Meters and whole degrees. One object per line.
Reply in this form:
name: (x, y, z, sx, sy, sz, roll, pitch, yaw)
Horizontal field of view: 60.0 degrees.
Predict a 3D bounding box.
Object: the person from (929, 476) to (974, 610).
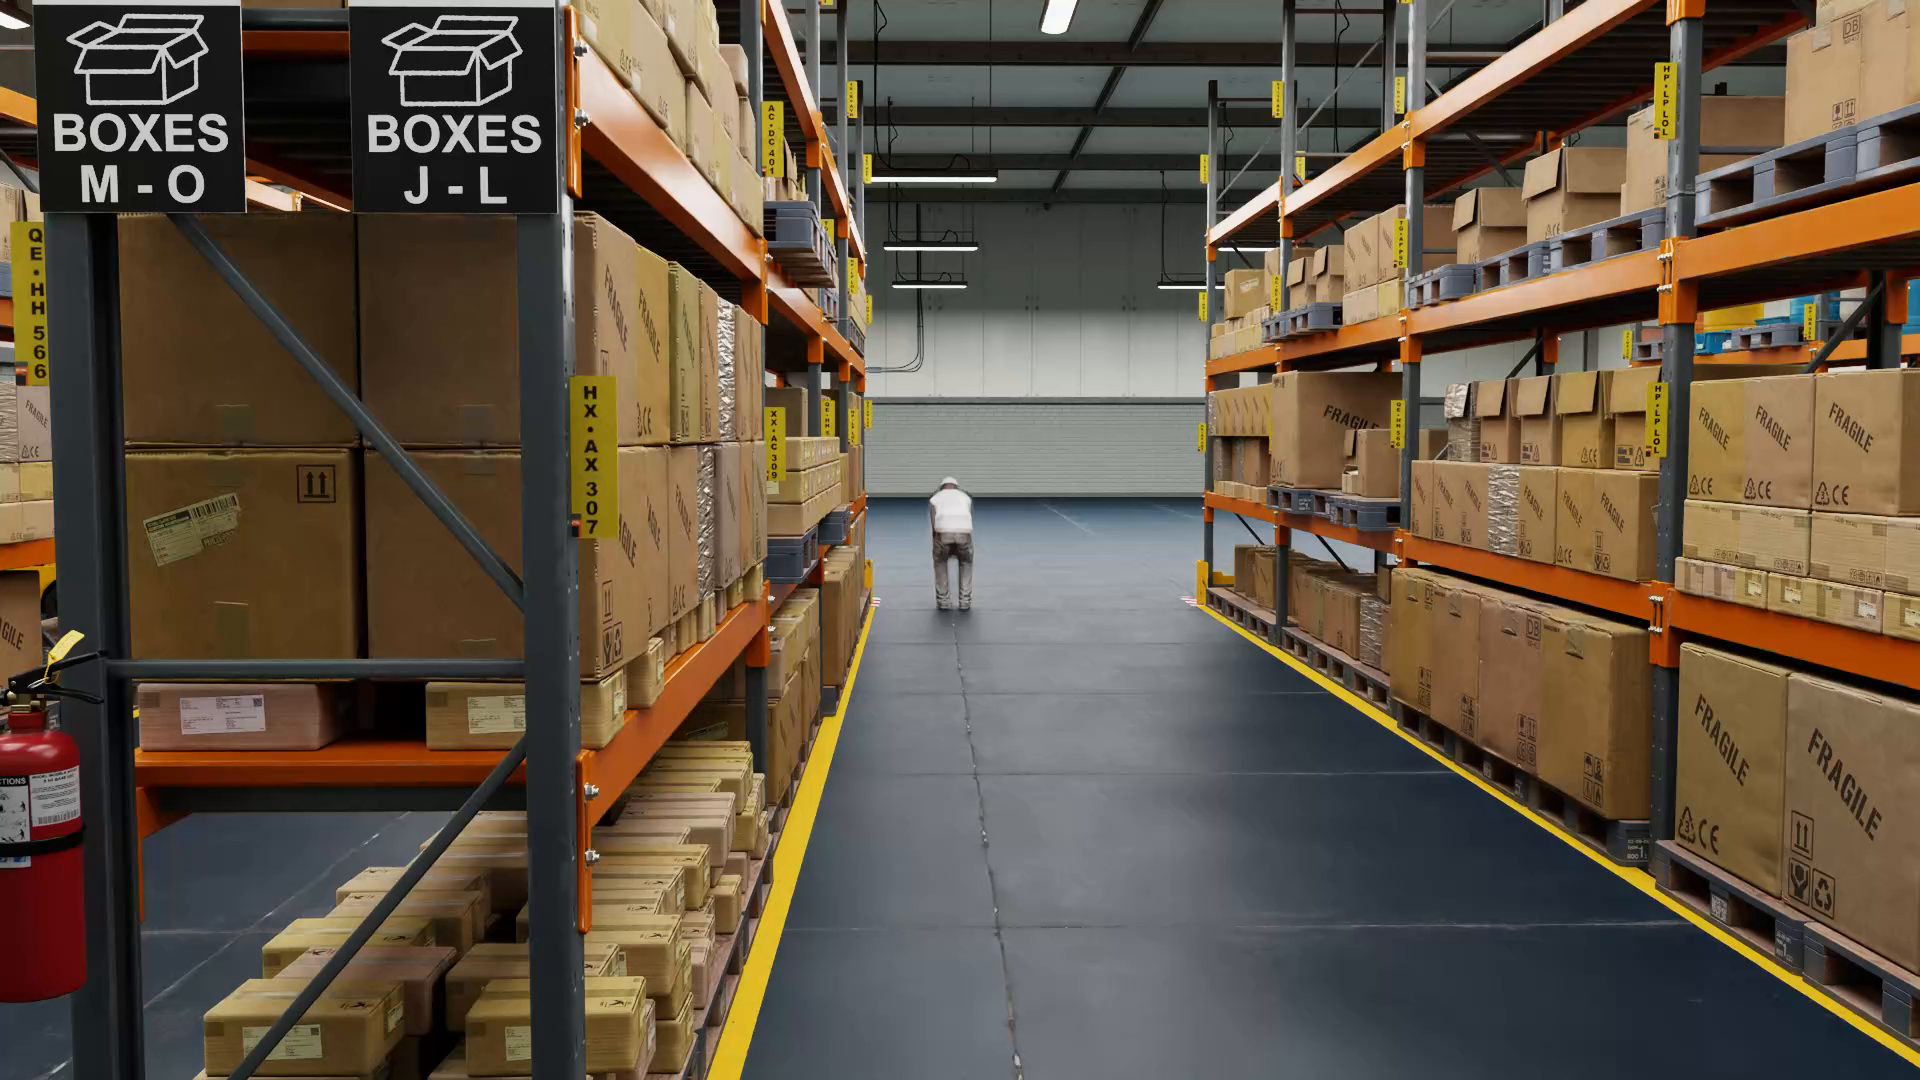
person: (-0.100, 0.026, 18.930, 0.494, 1.484, 0.854, 0, 4, -3)
